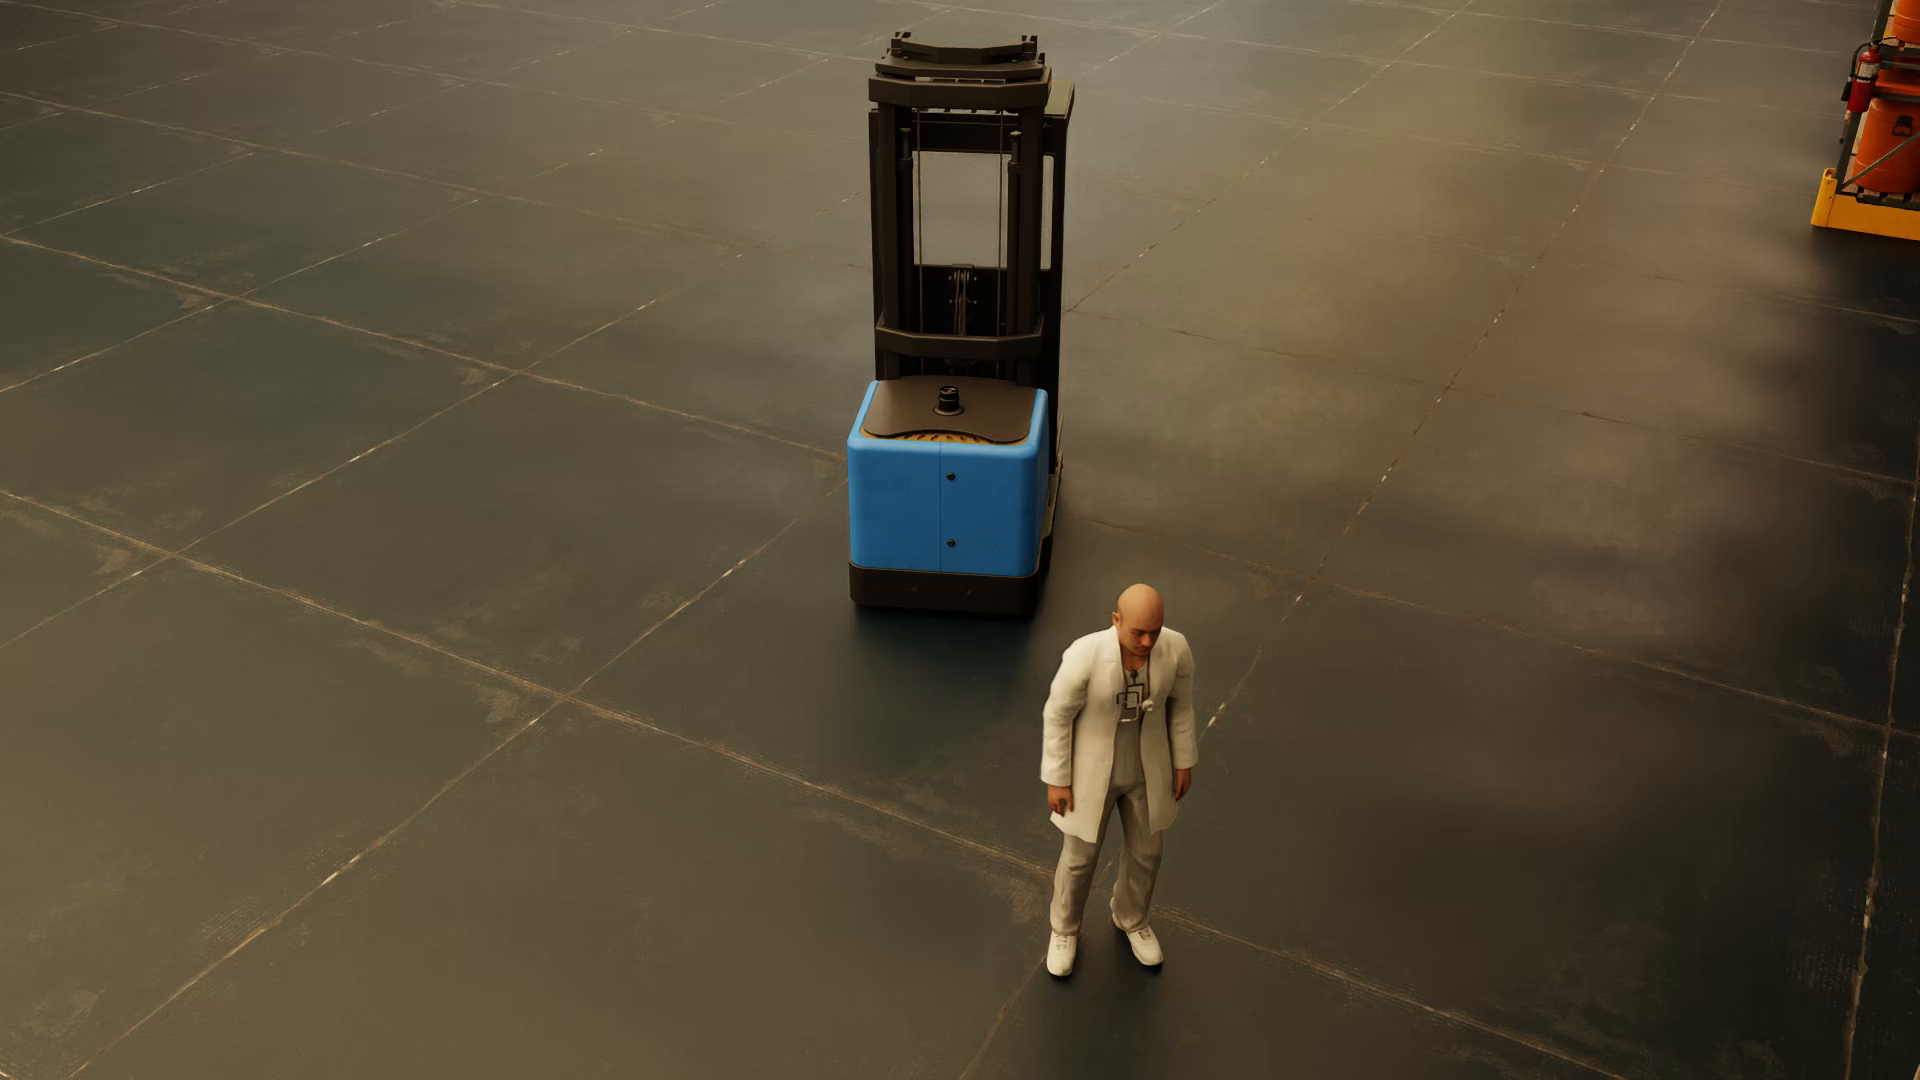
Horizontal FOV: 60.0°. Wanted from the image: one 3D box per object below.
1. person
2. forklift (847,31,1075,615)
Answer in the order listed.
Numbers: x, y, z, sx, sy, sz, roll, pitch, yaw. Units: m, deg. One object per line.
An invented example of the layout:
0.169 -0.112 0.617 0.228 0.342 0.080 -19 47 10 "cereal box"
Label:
0.639 0.929 6.619 0.649 1.773 0.436 -6 31 -11 "person"
0.072 -1.572 9.794 1.130 2.935 3.031 3 30 6 "forklift"
